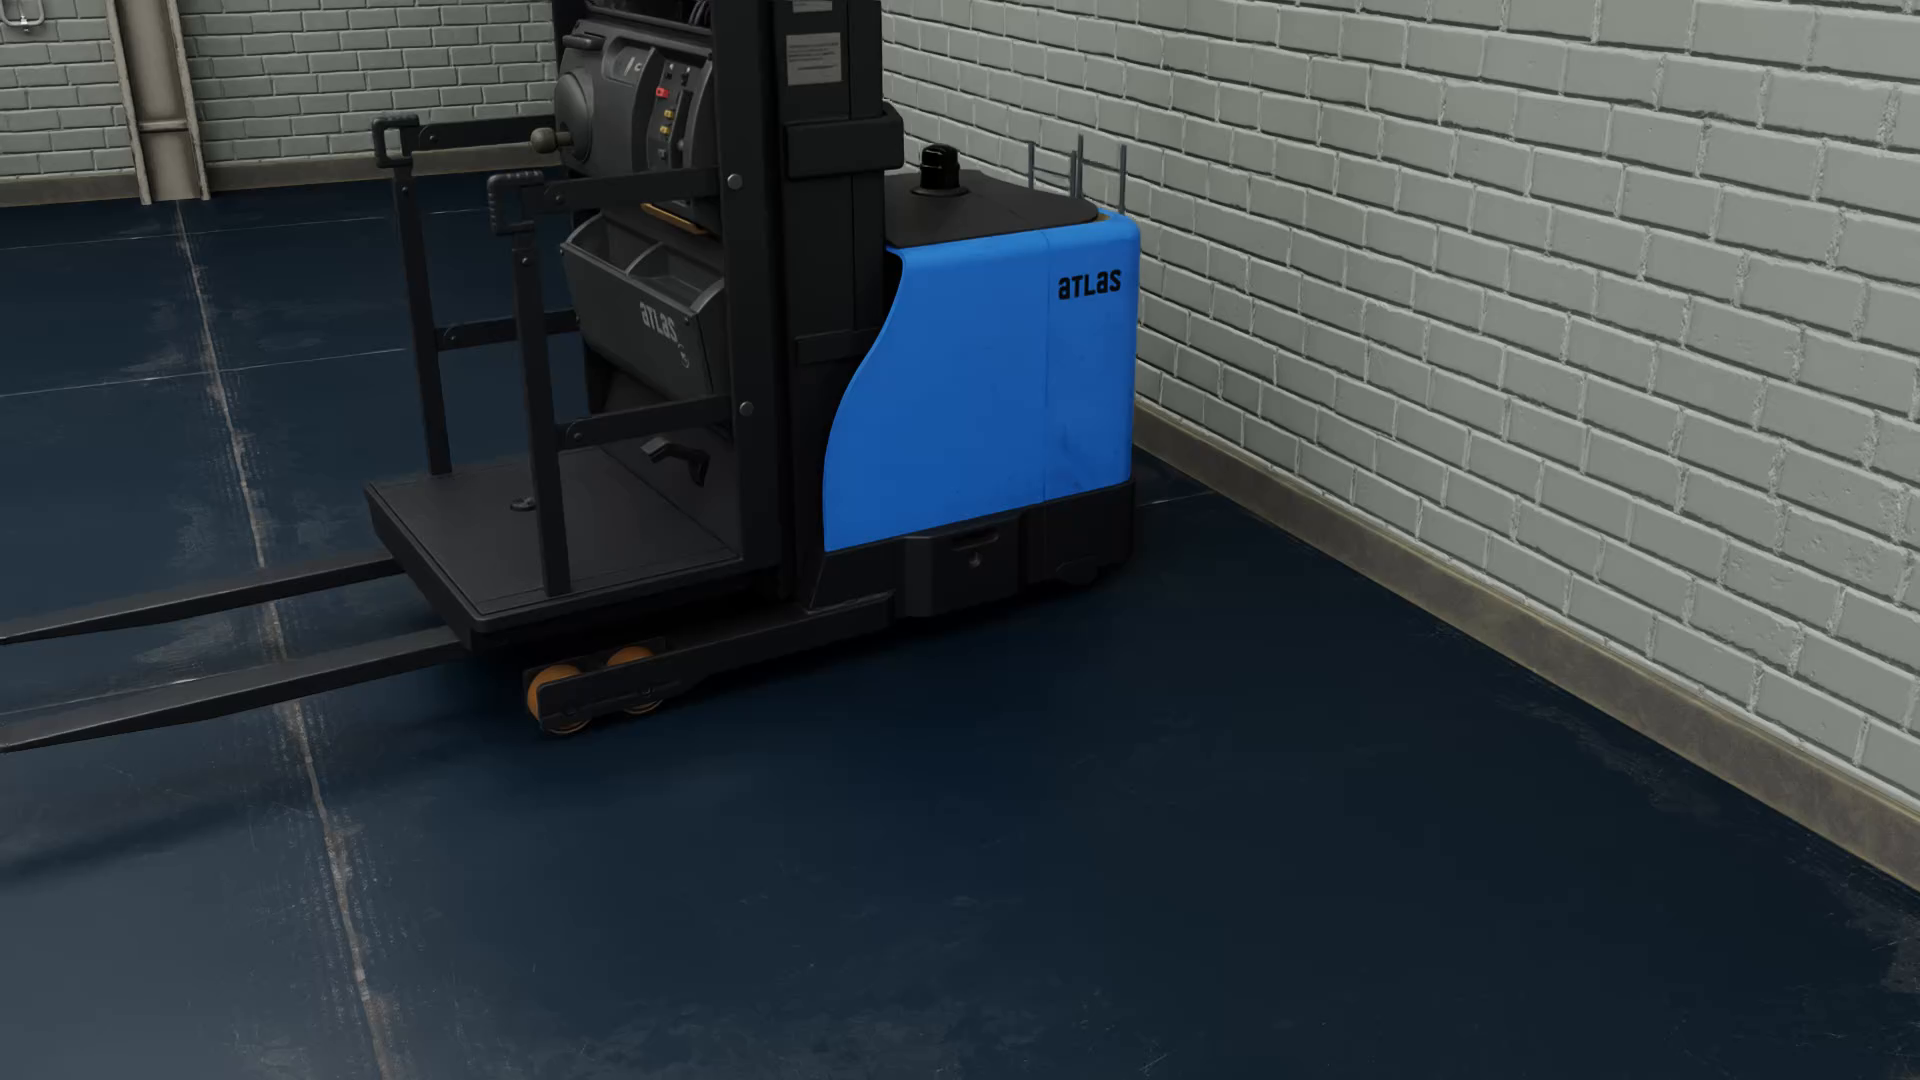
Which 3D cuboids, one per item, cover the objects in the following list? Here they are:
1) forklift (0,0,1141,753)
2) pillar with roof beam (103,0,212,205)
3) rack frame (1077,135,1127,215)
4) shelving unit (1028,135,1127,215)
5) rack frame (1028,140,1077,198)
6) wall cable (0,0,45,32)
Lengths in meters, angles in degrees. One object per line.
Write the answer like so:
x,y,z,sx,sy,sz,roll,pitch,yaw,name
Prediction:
-1.004,-1.107,4.093,3.031,2.935,1.130,-13,26,-29,forklift
-3.056,-4.823,5.135,0.400,9.000,9.100,-10,25,-24,pillar with roof beam
0.431,-0.659,5.273,0.006,1.200,0.240,-13,26,-29,rack frame
0.353,-0.640,5.228,0.189,1.200,0.258,-13,26,-29,shelving unit
0.276,-0.622,5.183,0.006,1.200,0.240,-13,26,-29,rack frame
-6.238,-3.796,9.171,1.851,1.984,0.084,-10,25,-24,wall cable
